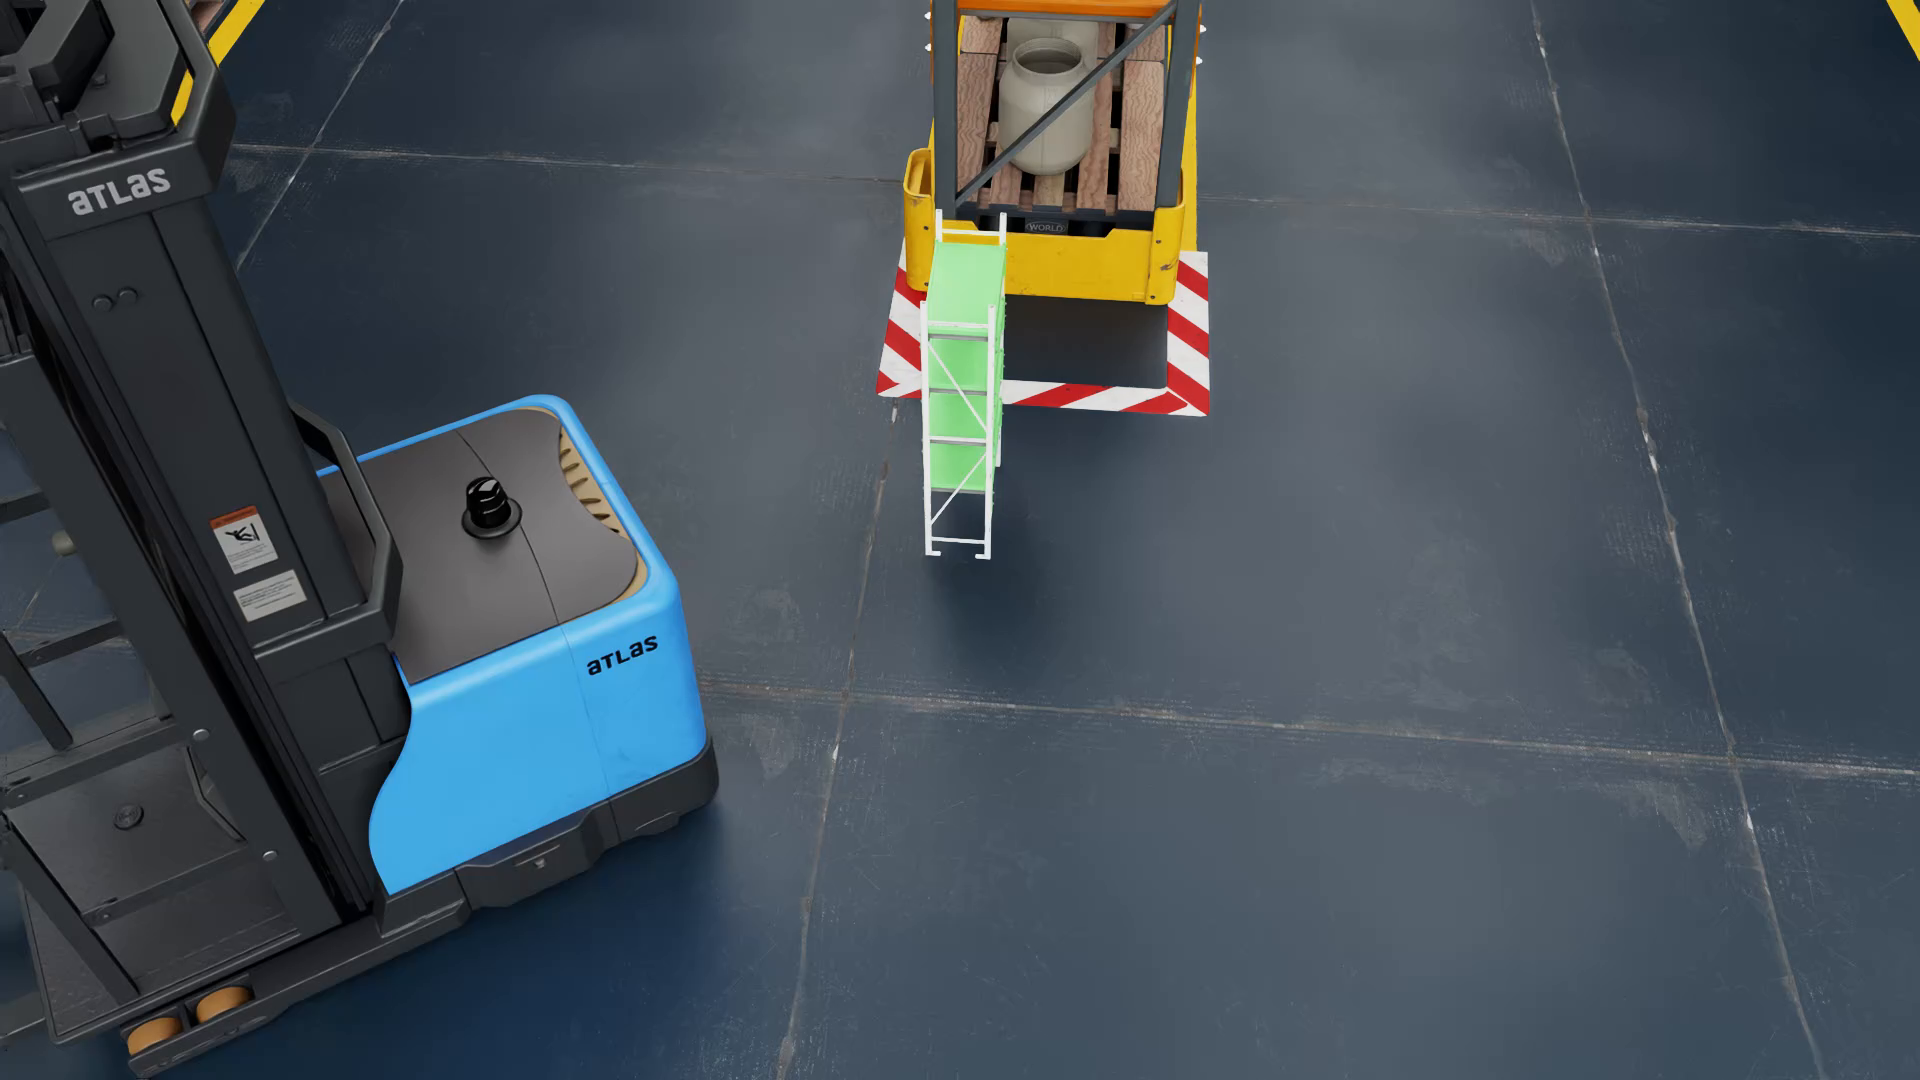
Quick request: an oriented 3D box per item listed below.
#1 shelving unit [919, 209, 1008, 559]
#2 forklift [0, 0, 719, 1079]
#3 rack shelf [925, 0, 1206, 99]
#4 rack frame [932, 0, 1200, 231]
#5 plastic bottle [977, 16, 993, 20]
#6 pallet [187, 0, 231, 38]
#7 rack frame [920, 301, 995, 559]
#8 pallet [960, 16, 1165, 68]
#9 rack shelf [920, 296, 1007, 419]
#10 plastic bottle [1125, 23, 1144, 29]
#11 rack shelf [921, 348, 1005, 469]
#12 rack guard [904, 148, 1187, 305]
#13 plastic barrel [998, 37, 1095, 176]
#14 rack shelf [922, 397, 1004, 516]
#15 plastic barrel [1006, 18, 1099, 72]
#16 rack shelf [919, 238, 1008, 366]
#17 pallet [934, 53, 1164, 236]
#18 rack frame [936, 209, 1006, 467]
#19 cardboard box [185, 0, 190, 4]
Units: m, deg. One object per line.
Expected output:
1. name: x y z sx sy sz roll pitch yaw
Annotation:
1. shelving unit: 0.015 -0.527 5.919 0.258 1.200 0.503 4 48 4
2. forklift: -2.321 0.103 4.169 3.031 2.935 1.130 -23 52 -20
3. rack shelf: 0.580 -3.357 7.775 1.077 0.370 4.000 4 48 4
4. rack frame: 0.398 -2.130 6.166 1.000 3.000 0.127 4 48 4
5. plastic bottle: 0.129 -2.713 8.297 0.097 0.201 0.097 0 48 0
6. pallet: -4.393 -2.984 8.836 1.003 0.211 1.213 4 48 4
7. rack frame: -0.007 -0.347 5.755 0.240 1.200 0.015 4 48 4
8. pallet: 0.551 -2.739 8.612 1.003 0.211 1.213 4 48 4
9. rack shelf: 0.015 -0.645 5.789 0.258 0.148 0.480 4 48 4
10. plastic bottle: 0.873 -2.669 8.209 0.097 0.271 0.097 0 48 0
11. rack shelf: 0.015 -0.483 5.966 0.258 0.148 0.480 4 48 4
12. rack guard: 0.358 -1.346 7.142 1.175 0.500 0.348 4 48 4
13. plastic barrel: 0.382 -1.921 7.376 0.421 0.512 0.421 0 48 0
14. rack shelf: 0.015 -0.321 6.143 0.258 0.148 0.480 4 48 4
15. plastic barrel: 0.427 -2.289 7.713 0.421 0.512 0.421 0 48 0
16. rack shelf: 0.015 -0.807 5.611 0.258 0.148 0.480 4 48 4
17. pallet: 0.437 -1.845 7.794 1.003 0.211 1.213 4 48 4
18. rack frame: 0.037 -0.706 6.083 0.240 1.200 0.015 4 48 4
19. cardboard box: -4.176 -2.794 8.352 0.500 0.250 0.500 4 48 4
